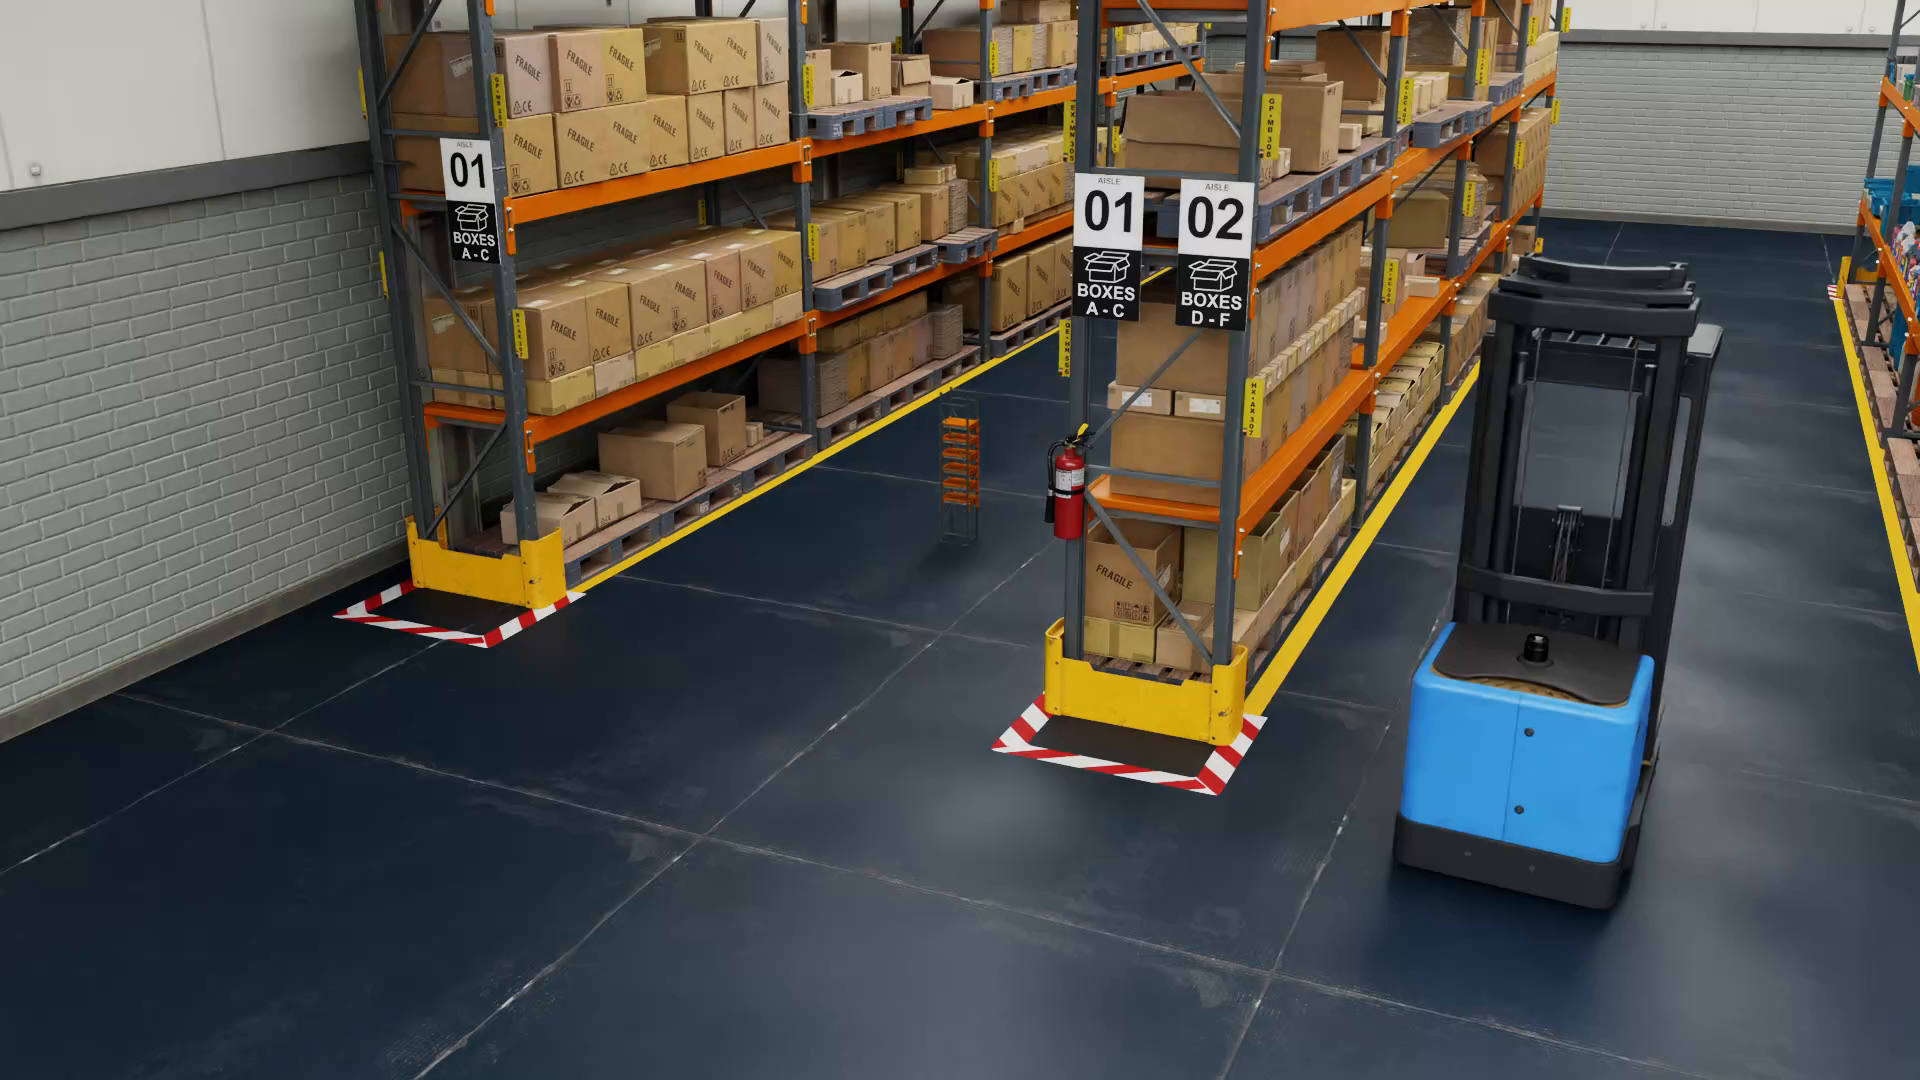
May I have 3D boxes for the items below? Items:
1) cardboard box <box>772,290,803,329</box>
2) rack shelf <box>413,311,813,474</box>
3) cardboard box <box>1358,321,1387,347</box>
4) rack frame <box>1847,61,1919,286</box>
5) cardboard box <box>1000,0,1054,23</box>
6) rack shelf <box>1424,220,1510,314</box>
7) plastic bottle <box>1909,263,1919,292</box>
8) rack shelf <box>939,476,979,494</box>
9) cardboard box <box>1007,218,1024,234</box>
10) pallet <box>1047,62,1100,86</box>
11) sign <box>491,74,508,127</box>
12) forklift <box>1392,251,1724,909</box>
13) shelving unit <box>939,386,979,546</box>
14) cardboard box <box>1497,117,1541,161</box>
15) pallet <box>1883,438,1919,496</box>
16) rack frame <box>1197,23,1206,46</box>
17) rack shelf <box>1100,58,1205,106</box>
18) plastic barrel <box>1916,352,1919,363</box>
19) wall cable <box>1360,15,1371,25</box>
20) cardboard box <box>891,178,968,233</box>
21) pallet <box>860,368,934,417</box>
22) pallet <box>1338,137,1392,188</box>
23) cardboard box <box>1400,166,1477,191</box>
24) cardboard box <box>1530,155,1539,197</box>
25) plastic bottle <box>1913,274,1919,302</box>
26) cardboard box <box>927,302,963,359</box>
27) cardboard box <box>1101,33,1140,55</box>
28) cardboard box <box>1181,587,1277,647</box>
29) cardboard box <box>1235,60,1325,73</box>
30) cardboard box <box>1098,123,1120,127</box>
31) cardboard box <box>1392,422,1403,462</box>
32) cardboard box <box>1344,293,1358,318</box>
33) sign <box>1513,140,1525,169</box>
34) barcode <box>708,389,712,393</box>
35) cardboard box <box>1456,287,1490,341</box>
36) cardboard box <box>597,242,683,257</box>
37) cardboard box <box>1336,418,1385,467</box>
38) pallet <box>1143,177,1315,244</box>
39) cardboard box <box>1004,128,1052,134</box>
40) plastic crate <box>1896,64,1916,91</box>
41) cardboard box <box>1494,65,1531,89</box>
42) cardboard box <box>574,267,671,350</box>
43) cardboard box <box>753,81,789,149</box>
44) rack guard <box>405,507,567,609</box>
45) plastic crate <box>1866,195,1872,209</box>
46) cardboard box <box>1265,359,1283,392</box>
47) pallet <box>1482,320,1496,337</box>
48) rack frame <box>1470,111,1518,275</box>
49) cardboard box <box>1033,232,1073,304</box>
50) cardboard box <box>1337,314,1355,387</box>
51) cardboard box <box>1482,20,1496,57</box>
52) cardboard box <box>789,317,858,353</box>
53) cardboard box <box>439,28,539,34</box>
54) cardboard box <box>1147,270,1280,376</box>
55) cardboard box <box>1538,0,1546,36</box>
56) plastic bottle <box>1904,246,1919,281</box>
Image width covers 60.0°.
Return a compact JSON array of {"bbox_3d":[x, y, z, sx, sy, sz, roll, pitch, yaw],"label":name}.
[{"bbox_3d":[-1.698,-2.008,14.333,0.500,0.250,0.500,9,21,23],"label":"cardboard box"},{"bbox_3d":[-2.600,-1.306,13.237,1.077,0.370,4.000,9,21,23],"label":"rack shelf"},{"bbox_3d":[3.290,-1.702,13.653,0.380,0.149,0.250,9,21,23],"label":"cardboard box"},{"bbox_3d":[12.172,-4.565,21.328,1.000,3.000,0.127,9,21,23],"label":"rack frame"},{"bbox_3d":[0.803,-6.301,19.808,0.500,0.250,0.500,8,21,21],"label":"cardboard box"},{"bbox_3d":[5.197,-3.073,18.206,1.077,0.370,4.000,9,21,23],"label":"rack shelf"},{"bbox_3d":[8.990,-2.463,15.611,0.097,0.271,0.097,0,20,0],"label":"plastic bottle"},{"bbox_3d":[-0.006,-0.406,12.810,0.258,0.103,0.180,9,21,23],"label":"rack shelf"},{"bbox_3d":[0.501,-3.584,18.915,0.380,0.149,0.250,9,22,24],"label":"cardboard box"},{"bbox_3d":[1.165,-5.738,20.435,0.805,0.209,1.217,8,21,21],"label":"pallet"},{"bbox_3d":[-2.924,-2.784,10.539,0.100,0.325,0.005,9,21,23],"label":"sign"},{"bbox_3d":[3.286,-0.090,8.847,1.130,2.935,3.031,10,22,25],"label":"forklift"},{"bbox_3d":[-0.006,-0.561,12.755,0.258,1.200,0.189,9,21,23],"label":"shelving unit"},{"bbox_3d":[7.098,-5.119,21.246,0.500,0.500,0.500,9,22,24],"label":"cardboard box"},{"bbox_3d":[8.543,-0.574,14.268,1.003,0.211,1.213,9,21,23],"label":"pallet"},{"bbox_3d":[3.133,-8.751,24.145,1.000,3.000,0.127,9,21,23],"label":"rack frame"},{"bbox_3d":[2.314,-6.387,23.049,1.077,0.370,4.000,9,21,23],"label":"rack shelf"},{"bbox_3d":[9.543,-1.678,16.183,0.600,0.588,0.708,9,21,23],"label":"plastic barrel"},{"bbox_3d":[5.775,-8.968,29.390,3.097,2.526,0.112,9,21,23],"label":"wall cable"},{"bbox_3d":[-0.326,-3.588,17.776,0.700,0.500,0.500,6,20,16],"label":"cardboard box"},{"bbox_3d":[-0.965,-1.555,17.025,1.003,0.211,1.213,9,21,23],"label":"pallet"},{"bbox_3d":[2.415,-2.685,11.697,1.003,0.211,1.213,9,21,23],"label":"pallet"},{"bbox_3d":[5.394,-3.935,18.781,0.700,0.500,0.500,12,23,31],"label":"cardboard box"},{"bbox_3d":[7.301,-4.808,21.862,0.500,0.500,0.500,9,21,23],"label":"cardboard box"},{"bbox_3d":[8.767,-2.317,15.182,0.061,0.283,0.133,9,21,23],"label":"plastic bottle"},{"bbox_3d":[-0.390,-2.281,17.980,0.700,0.500,0.500,9,21,23],"label":"cardboard box"},{"bbox_3d":[2.019,-6.464,21.640,0.500,0.250,0.500,8,21,23],"label":"cardboard box"},{"bbox_3d":[1.726,0.456,10.686,0.500,0.250,0.500,9,21,23],"label":"cardboard box"},{"bbox_3d":[2.293,-3.184,11.983,0.500,0.500,0.500,10,22,27],"label":"cardboard box"},{"bbox_3d":[2.325,-5.453,23.377,0.980,0.700,0.700,7,21,20],"label":"cardboard box"},{"bbox_3d":[3.552,-0.884,14.454,0.500,0.250,0.500,8,21,21],"label":"cardboard box"},{"bbox_3d":[2.721,-1.742,12.274,0.380,0.149,0.250,8,21,22],"label":"cardboard box"},{"bbox_3d":[6.524,-4.493,19.399,0.100,0.325,0.005,9,21,23],"label":"sign"},{"bbox_3d":[-2.221,-1.304,14.756,0.001,0.075,0.075,9,21,23],"label":"barcode"},{"bbox_3d":[5.660,-2.559,18.762,0.500,0.500,0.500,9,21,23],"label":"cardboard box"},{"bbox_3d":[-2.588,-2.124,13.539,0.500,0.500,0.500,9,22,24],"label":"cardboard box"},{"bbox_3d":[3.137,-0.836,13.483,0.500,0.311,0.500,9,21,23],"label":"cardboard box"},{"bbox_3d":[1.415,-1.939,9.599,1.003,0.211,1.213,9,21,23],"label":"pallet"},{"bbox_3d":[0.861,-4.986,20.770,0.500,0.250,0.500,9,21,23],"label":"cardboard box"},{"bbox_3d":[10.982,-5.287,19.059,0.437,0.282,0.530,9,21,23],"label":"plastic crate"},{"bbox_3d":[6.441,-5.480,19.649,0.500,0.250,0.500,9,21,23],"label":"cardboard box"},{"bbox_3d":[-2.520,-1.737,12.451,0.500,0.500,0.500,8,21,21],"label":"cardboard box"},{"bbox_3d":[-1.763,-3.537,13.781,0.500,0.500,0.500,9,22,24],"label":"cardboard box"},{"bbox_3d":[-3.387,0.121,11.882,1.175,0.500,0.348,9,21,23],"label":"rack guard"},{"bbox_3d":[11.286,-4.145,20.450,0.250,0.136,0.298,9,21,23],"label":"plastic crate"},{"bbox_3d":[1.774,-1.032,10.276,0.380,0.149,0.250,8,21,22],"label":"cardboard box"},{"bbox_3d":[5.718,-2.455,19.558,1.003,0.211,1.213,9,21,23],"label":"pallet"},{"bbox_3d":[6.016,-4.023,19.804,1.000,3.000,0.127,9,21,23],"label":"rack frame"},{"bbox_3d":[0.986,-3.398,20.628,0.750,0.750,0.750,9,22,24],"label":"cardboard box"},{"bbox_3d":[2.564,-1.488,12.527,0.700,0.500,0.500,8,21,21],"label":"cardboard box"},{"bbox_3d":[5.490,-5.377,18.210,0.600,0.600,0.600,8,21,22],"label":"cardboard box"},{"bbox_3d":[-1.317,-2.001,16.074,0.500,0.250,0.500,8,21,22],"label":"cardboard box"},{"bbox_3d":[-3.267,-3.310,11.652,0.500,0.500,0.500,10,22,26],"label":"cardboard box"},{"bbox_3d":[1.537,-1.332,10.151,0.700,0.500,0.500,8,21,21],"label":"cardboard box"},{"bbox_3d":[7.070,-6.709,21.240,0.700,0.500,0.500,9,21,23],"label":"cardboard box"},{"bbox_3d":[9.243,-2.671,16.075,0.144,0.351,0.185,9,21,23],"label":"plastic bottle"}]
